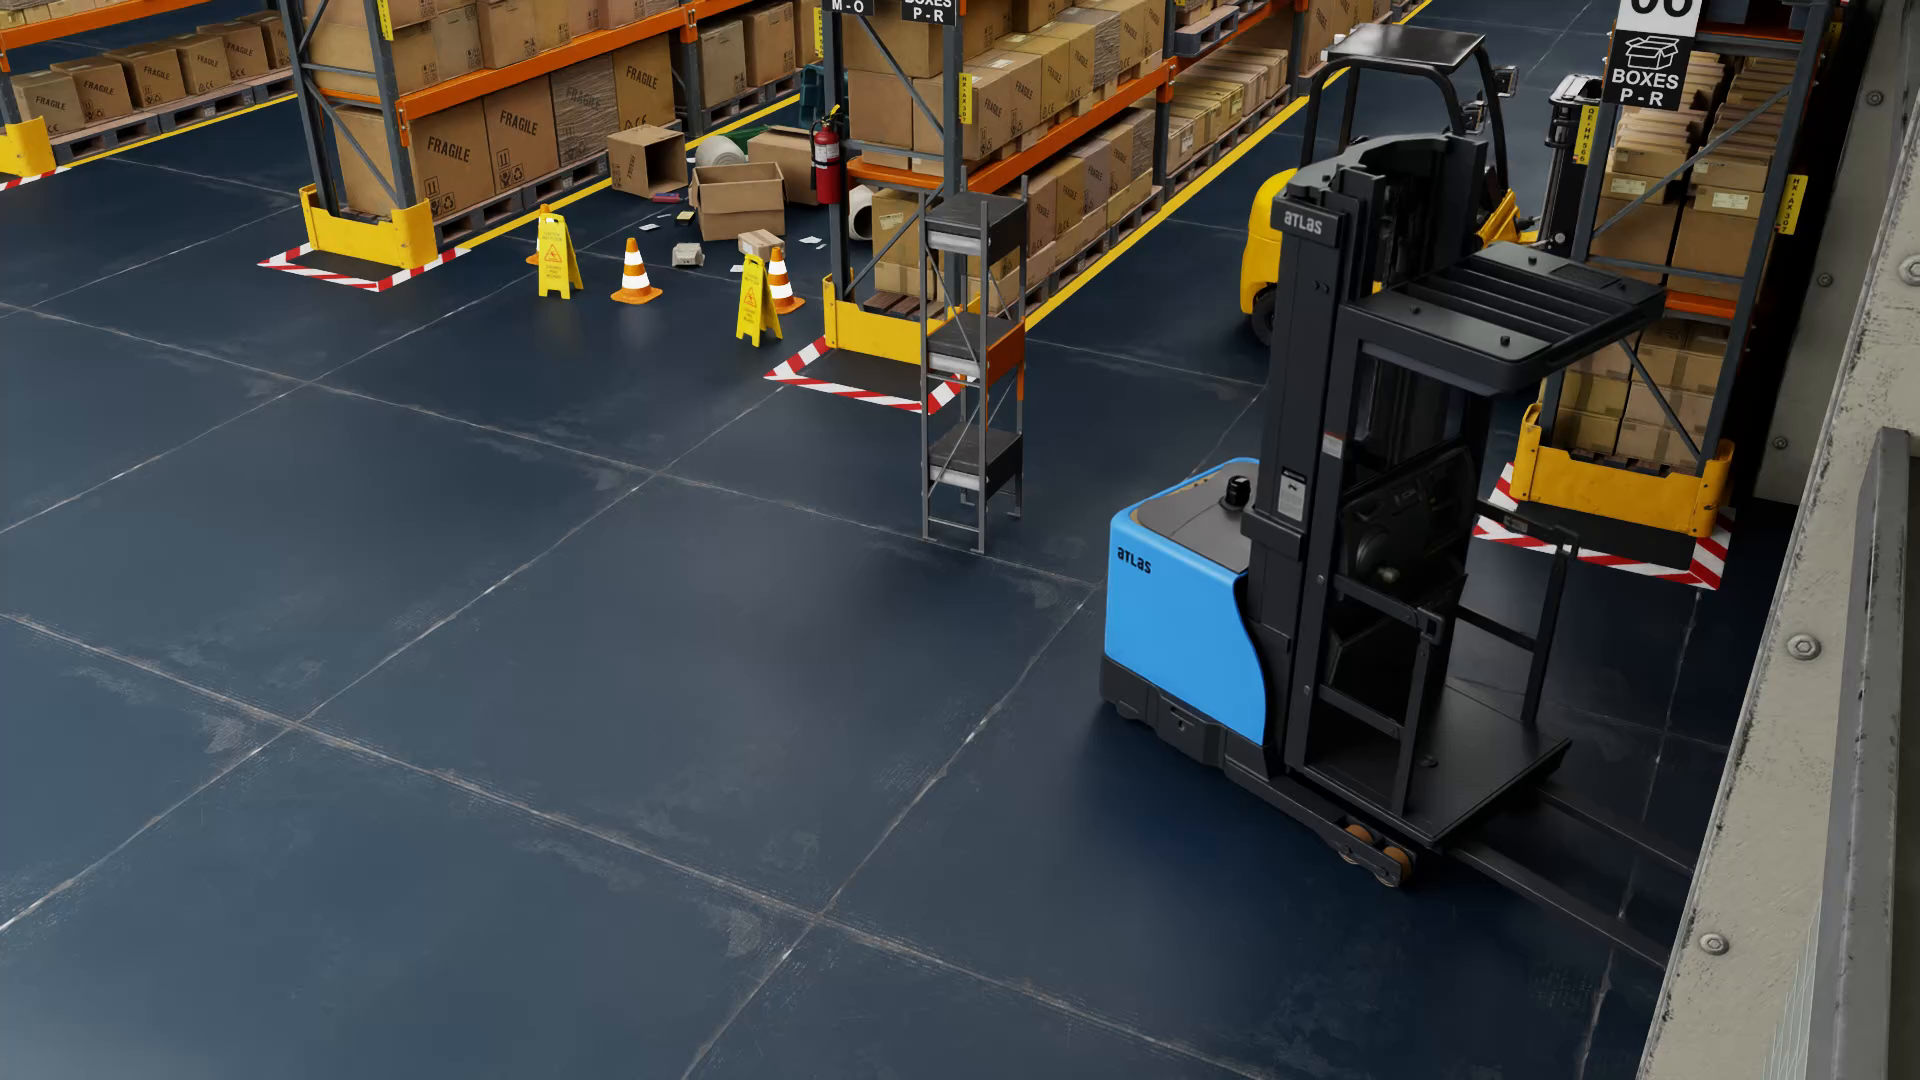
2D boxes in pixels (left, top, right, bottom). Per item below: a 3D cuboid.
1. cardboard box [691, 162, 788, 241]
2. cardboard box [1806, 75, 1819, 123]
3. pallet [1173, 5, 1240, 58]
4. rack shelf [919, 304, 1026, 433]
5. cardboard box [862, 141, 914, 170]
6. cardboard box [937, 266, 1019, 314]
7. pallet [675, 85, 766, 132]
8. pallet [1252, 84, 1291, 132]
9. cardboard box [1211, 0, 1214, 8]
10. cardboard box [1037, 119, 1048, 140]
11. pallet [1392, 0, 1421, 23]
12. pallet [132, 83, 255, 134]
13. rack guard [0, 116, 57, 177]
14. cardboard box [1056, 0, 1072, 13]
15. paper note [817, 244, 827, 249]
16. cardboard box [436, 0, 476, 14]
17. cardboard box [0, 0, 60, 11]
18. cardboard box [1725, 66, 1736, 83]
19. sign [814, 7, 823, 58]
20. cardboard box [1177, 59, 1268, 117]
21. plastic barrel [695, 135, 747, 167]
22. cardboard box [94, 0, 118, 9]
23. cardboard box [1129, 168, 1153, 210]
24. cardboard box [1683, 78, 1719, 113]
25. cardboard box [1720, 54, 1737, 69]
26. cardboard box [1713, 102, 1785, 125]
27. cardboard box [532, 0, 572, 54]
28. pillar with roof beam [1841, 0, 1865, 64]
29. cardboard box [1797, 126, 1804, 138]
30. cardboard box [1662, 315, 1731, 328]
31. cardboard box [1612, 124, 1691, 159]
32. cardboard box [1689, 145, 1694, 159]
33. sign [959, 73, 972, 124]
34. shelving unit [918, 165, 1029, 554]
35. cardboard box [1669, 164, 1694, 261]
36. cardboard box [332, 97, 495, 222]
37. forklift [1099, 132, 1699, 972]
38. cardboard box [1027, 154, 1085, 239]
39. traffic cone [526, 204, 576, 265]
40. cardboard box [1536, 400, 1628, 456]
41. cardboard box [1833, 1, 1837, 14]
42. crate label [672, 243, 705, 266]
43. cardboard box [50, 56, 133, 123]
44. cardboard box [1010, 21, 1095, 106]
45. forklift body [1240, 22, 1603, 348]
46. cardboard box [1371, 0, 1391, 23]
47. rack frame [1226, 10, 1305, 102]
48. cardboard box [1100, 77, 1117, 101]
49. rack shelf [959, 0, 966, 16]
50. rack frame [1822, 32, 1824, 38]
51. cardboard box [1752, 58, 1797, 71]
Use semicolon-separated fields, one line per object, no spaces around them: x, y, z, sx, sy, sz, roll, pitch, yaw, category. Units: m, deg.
-1.905;-2.915;14.321;0.797;0.503;0.637;-7;31;-11;cardboard box
8.055;-4.288;16.294;0.500;0.500;0.500;16;33;25;cardboard box
1.849;-4.641;15.012;1.003;0.211;1.213;14;33;23;pallet
0.075;-0.972;9.362;0.431;0.518;0.480;14;33;23;rack shelf
-0.471;-2.750;11.779;0.380;0.149;0.250;15;33;25;cardboard box
0.162;-1.929;12.437;0.500;0.250;0.500;14;33;23;cardboard box
-2.797;-4.646;17.629;1.003;0.211;1.213;14;33;23;pallet
2.836;-4.636;17.611;1.003;0.211;1.213;14;33;23;pallet
2.087;-4.916;15.130;0.380;0.149;0.250;17;34;26;cardboard box
0.428;-3.078;12.351;0.380;0.149;0.250;15;33;25;cardboard box
5.431;-7.075;21.858;1.003;0.211;1.213;14;33;23;pallet
-8.280;-4.608;17.563;1.003;0.211;1.213;14;33;23;pallet
-9.239;-3.843;15.940;1.175;0.500;0.348;14;33;23;rack guard
0.473;-4.440;13.067;0.700;0.500;0.500;14;33;22;cardboard box
-1.172;-2.483;14.064;0.032;0.001;0.123;14;33;23;paper note
-4.532;-4.677;13.647;0.875;0.550;0.550;14;33;23;cardboard box
-8.998;-5.303;15.573;0.875;0.500;0.500;14;33;23;cardboard box
5.357;-3.200;12.209;0.500;0.500;0.500;13;32;22;cardboard box
-0.936;-3.419;11.211;0.100;0.325;0.005;14;33;23;sign
2.598;-4.657;17.064;0.950;0.372;0.625;14;33;22;cardboard box
-2.233;-3.528;15.469;0.421;0.421;0.512;-12;32;-20;plastic barrel
-8.457;-5.295;16.211;0.380;0.149;0.250;14;33;23;cardboard box
1.341;-3.085;14.449;0.500;0.250;0.500;16;33;25;cardboard box
4.638;-2.862;10.671;0.380;0.149;0.250;15;33;24;cardboard box
5.235;-3.422;11.646;0.380;0.149;0.250;14;33;22;cardboard box
4.793;-2.532;10.097;0.380;0.149;0.250;15;33;25;cardboard box
-3.972;-4.676;14.729;0.875;0.550;0.500;14;33;23;cardboard box
6.723;-10.523;19.038;9.100;9.000;0.400;14;33;23;pillar with roof beam
5.004;-2.491;10.323;0.380;0.149;0.250;15;33;25;cardboard box
4.581;-1.336;10.400;0.500;0.250;0.500;14;33;23;cardboard box
4.030;-2.297;9.688;0.380;0.149;0.250;14;33;23;cardboard box
4.263;-2.391;10.150;0.380;0.149;0.250;14;33;23;cardboard box
0.032;-2.897;10.914;0.100;0.325;0.005;14;33;23;sign
0.075;-0.984;9.355;0.431;2.100;0.503;14;33;23;shelving unit
4.204;-2.069;10.241;0.500;0.500;0.500;15;33;25;cardboard box
-4.654;-3.299;14.195;0.875;0.875;0.875;14;33;24;cardboard box
2.045;-0.069;6.927;1.130;2.935;3.031;-24;37;-35;forklift
0.643;-2.719;13.058;0.500;0.500;0.500;15;33;24;cardboard box
-3.398;-2.536;13.702;0.336;0.463;0.334;14;33;23;traffic cone
3.902;-0.790;10.453;0.500;0.250;0.500;15;33;24;cardboard box
7.425;-4.729;14.622;0.500;0.250;0.500;15;33;24;cardboard box
-2.244;-2.350;13.705;0.250;0.136;0.298;-1;30;-3;crate label
-8.732;-4.537;16.727;0.500;0.500;0.500;24;38;36;cardboard box
0.700;-3.648;12.691;0.500;0.500;0.500;14;33;22;cardboard box
3.209;-2.407;11.782;2.313;2.155;1.214;14;33;23;forklift body
4.804;-6.932;20.522;0.875;0.875;0.875;15;33;25;cardboard box
3.193;-6.191;17.519;1.000;3.000;0.127;14;33;23;rack frame
1.036;-3.646;13.340;0.380;0.149;0.250;14;33;23;cardboard box
0.460;-4.520;12.320;1.077;0.370;4.000;14;33;23;rack shelf
5.791;-3.294;12.474;1.000;3.000;0.127;14;33;23;rack frame
5.461;-3.080;11.050;0.380;0.149;0.250;14;33;22;cardboard box
